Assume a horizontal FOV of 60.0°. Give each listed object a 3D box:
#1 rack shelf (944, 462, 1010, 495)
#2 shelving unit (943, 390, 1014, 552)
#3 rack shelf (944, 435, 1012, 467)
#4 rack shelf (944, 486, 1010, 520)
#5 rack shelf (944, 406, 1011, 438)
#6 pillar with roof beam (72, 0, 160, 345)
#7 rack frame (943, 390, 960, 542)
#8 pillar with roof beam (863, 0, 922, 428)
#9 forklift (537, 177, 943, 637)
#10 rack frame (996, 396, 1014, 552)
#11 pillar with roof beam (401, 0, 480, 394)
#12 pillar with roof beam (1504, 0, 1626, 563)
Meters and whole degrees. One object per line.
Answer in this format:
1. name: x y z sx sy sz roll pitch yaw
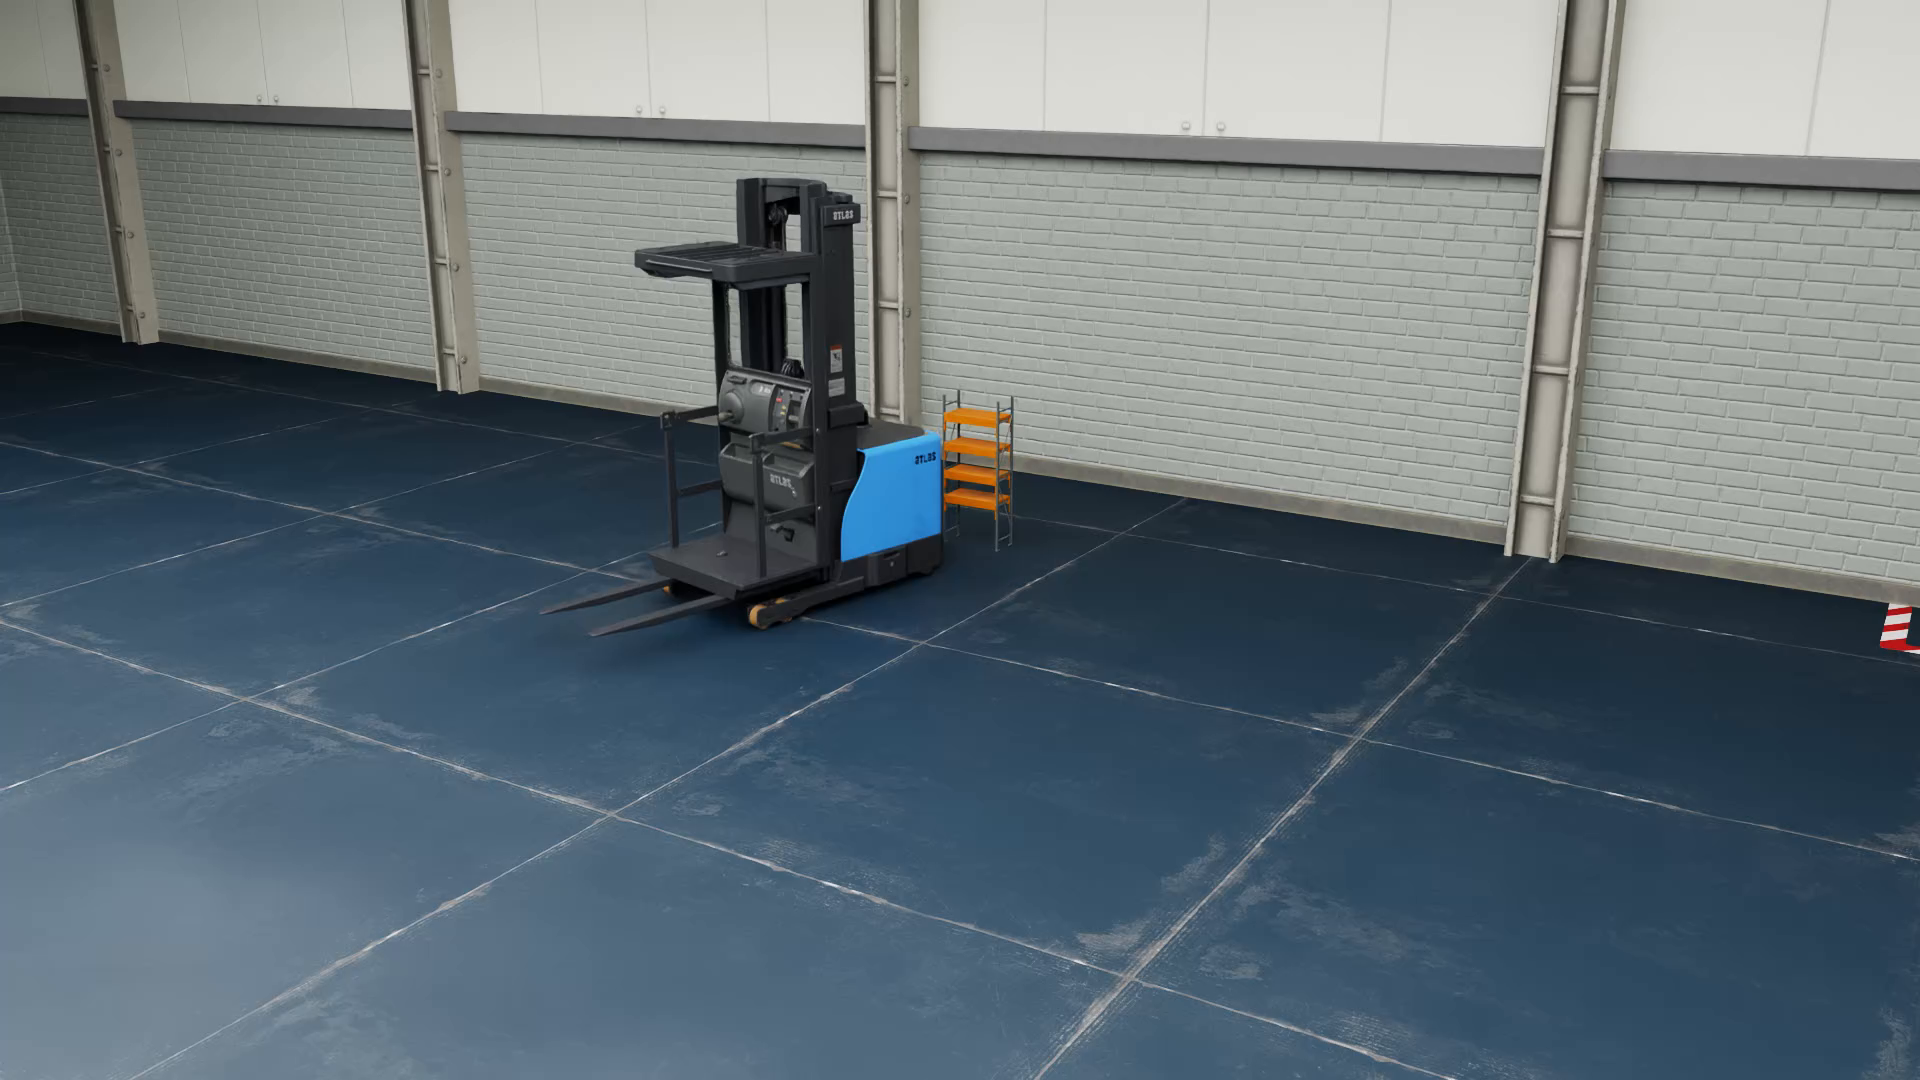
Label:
1. rack shelf: 0.141 -0.485 13.143 0.480 0.148 0.258 10 20 30
2. shelving unit: 0.141 -0.549 13.124 0.503 1.200 0.258 10 20 30
3. rack shelf: 0.141 -0.699 13.078 0.480 0.148 0.258 10 20 30
4. rack shelf: 0.141 -0.295 13.201 0.480 0.148 0.258 10 20 30
5. rack shelf: 0.141 -0.925 13.010 0.480 0.148 0.258 10 20 30
6. pillar with roof beam: -13.093 -5.868 17.216 0.400 9.000 9.100 10 20 30
7. rack frame: -0.067 -0.586 13.246 0.015 1.200 0.240 10 20 30
8. pillar with roof beam: -2.868 -4.043 11.207 0.400 9.000 9.100 10 20 30
9. forklift: -1.516 -0.961 11.500 1.130 2.935 3.031 16 23 42
10. rack frame: 0.349 -0.512 13.002 0.015 1.200 0.240 10 20 30
11. pillar with roof beam: -7.980 -4.955 14.212 0.400 9.000 9.100 10 20 30
12. pillar with roof beam: 2.245 -3.130 8.203 0.400 9.000 9.100 10 20 30
